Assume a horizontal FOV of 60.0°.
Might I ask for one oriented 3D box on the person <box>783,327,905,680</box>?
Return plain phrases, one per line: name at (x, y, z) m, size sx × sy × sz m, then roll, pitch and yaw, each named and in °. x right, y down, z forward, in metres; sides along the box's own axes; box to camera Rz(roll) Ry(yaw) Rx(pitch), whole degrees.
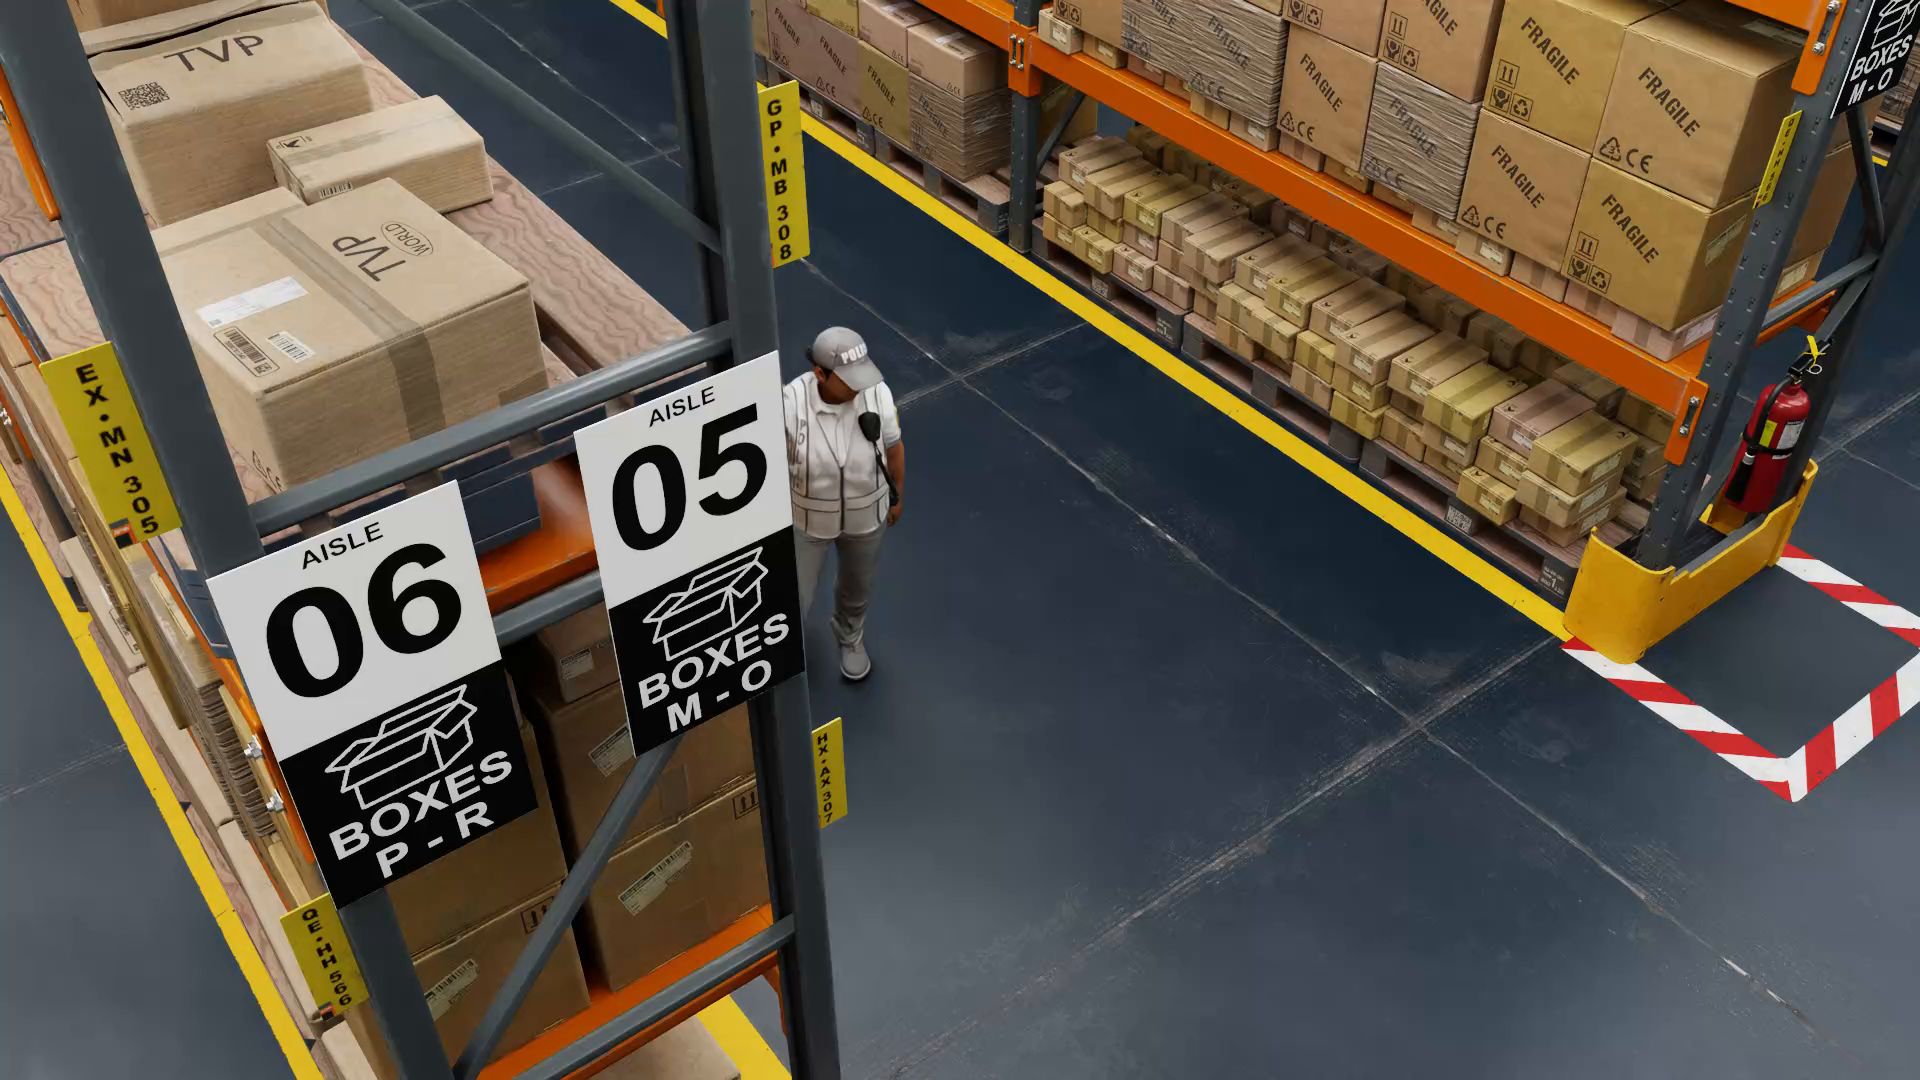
person at (-0.518, -0.113, 6.264) m, size 0.640 × 1.656 × 0.463 m, roll -9°, pitch 41°, yaw -10°
